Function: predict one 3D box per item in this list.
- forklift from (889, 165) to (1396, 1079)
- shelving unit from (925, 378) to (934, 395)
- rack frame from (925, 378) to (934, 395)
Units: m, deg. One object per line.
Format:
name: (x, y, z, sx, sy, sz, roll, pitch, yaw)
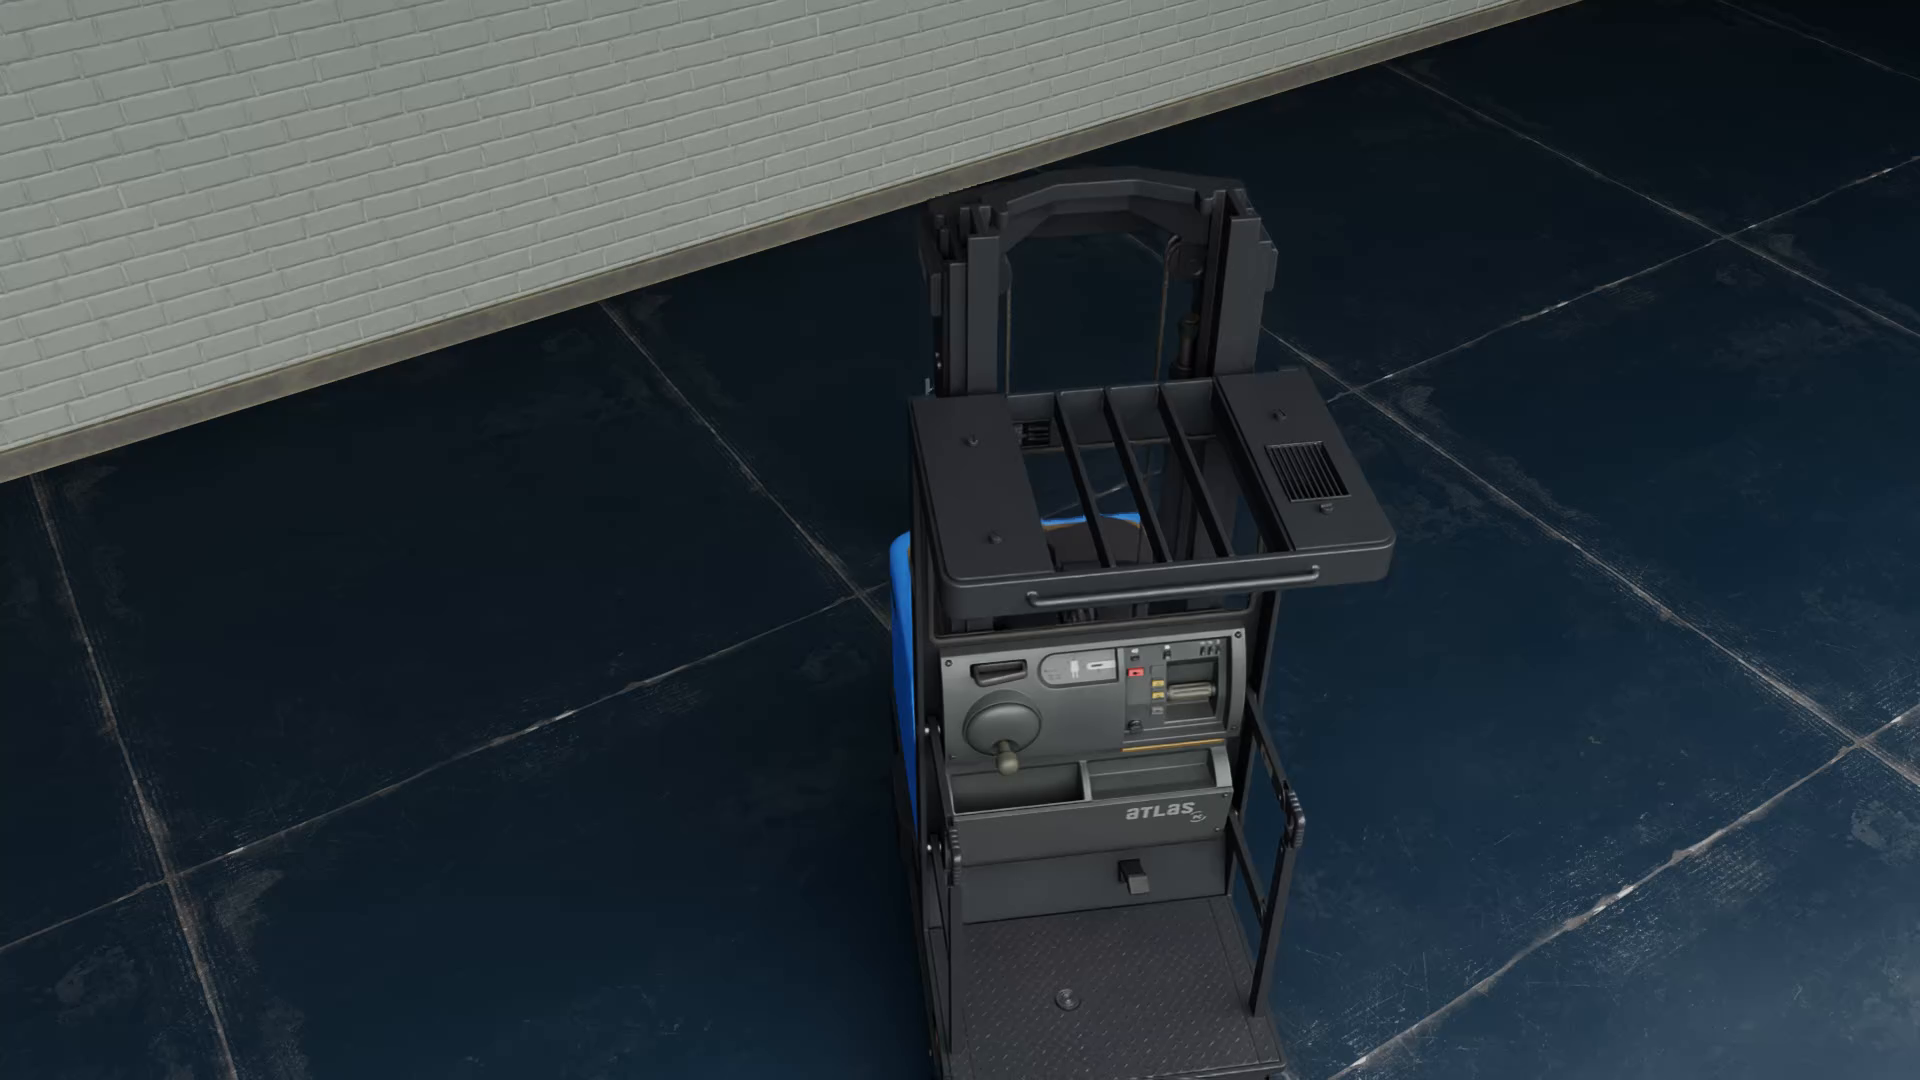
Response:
forklift: (0.437, 0.556, 4.853, 1.130, 2.935, 3.031, -5, 40, -6)
shelving unit: (0.004, -0.341, 7.517, 0.258, 0.900, 0.210, -22, 45, -24)
rack frame: (-0.050, -0.396, 7.583, 0.240, 0.900, 0.006, -22, 45, -24)
